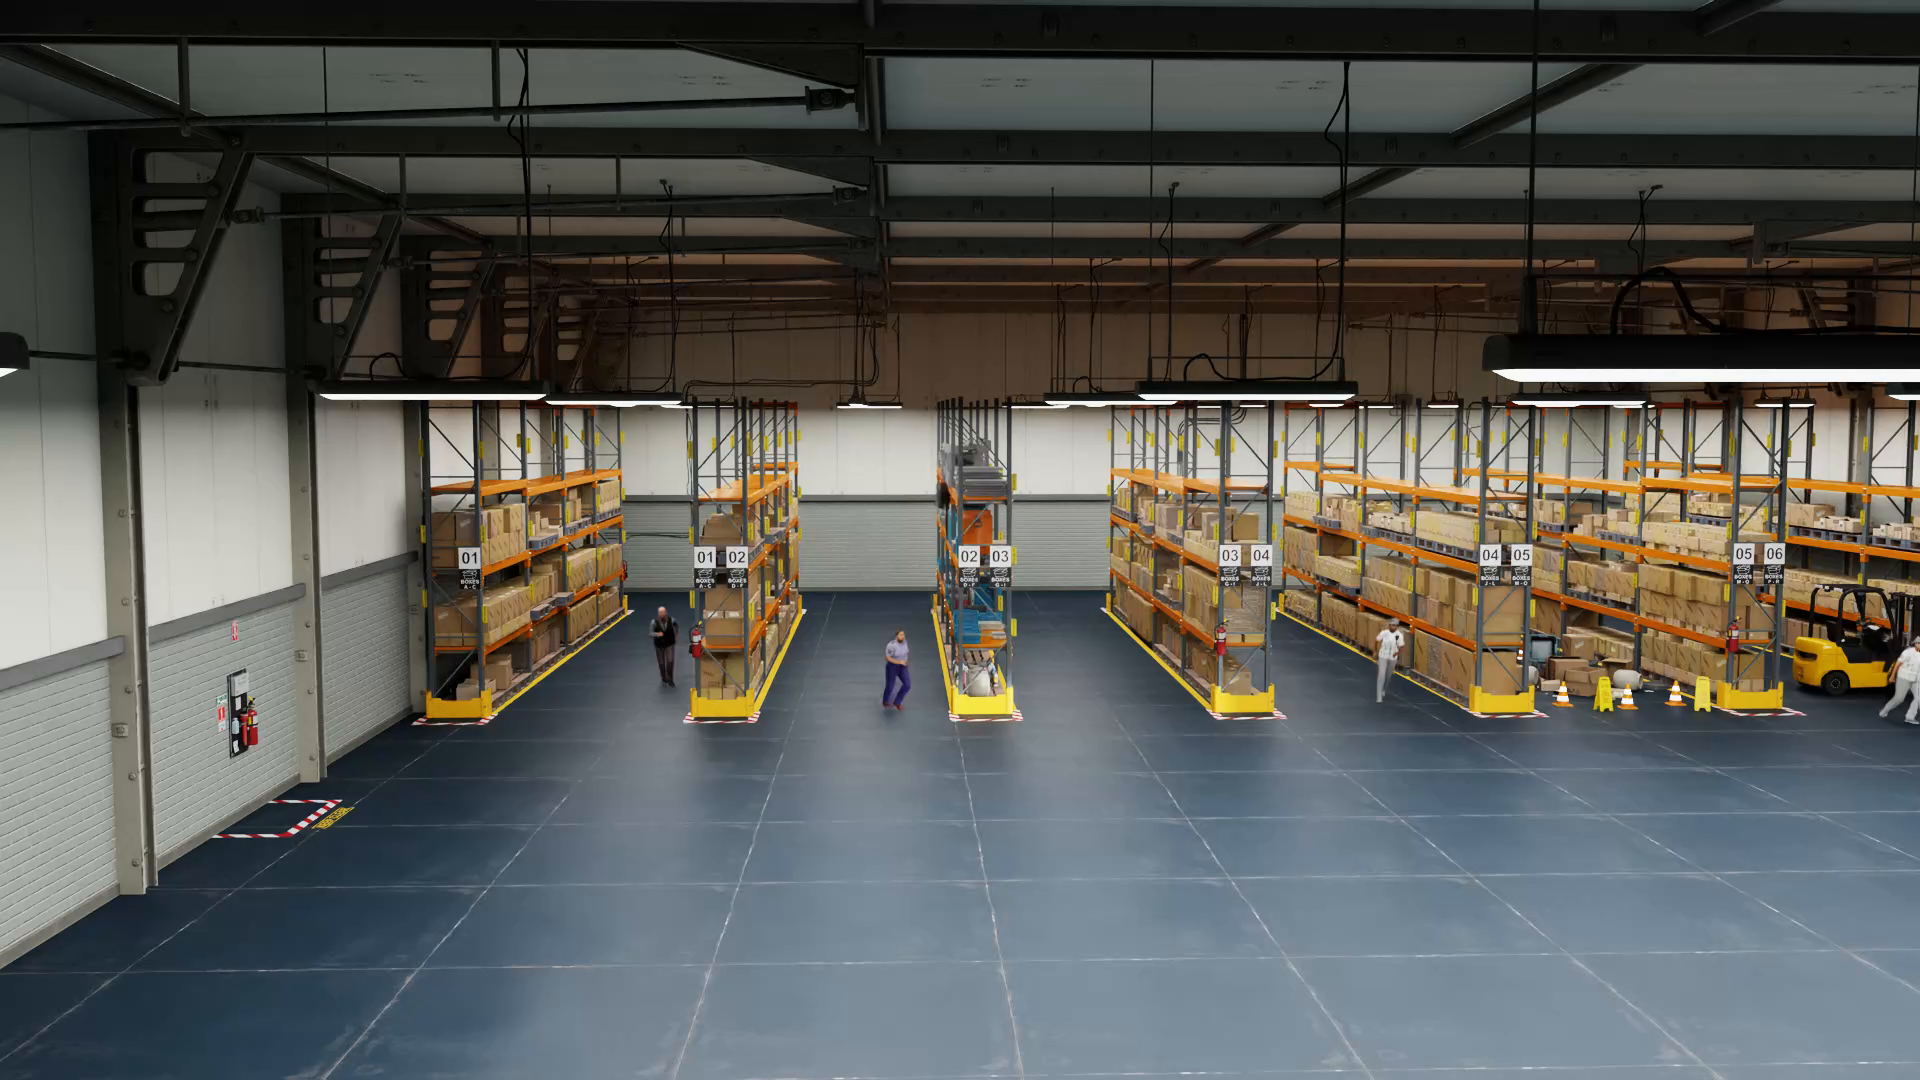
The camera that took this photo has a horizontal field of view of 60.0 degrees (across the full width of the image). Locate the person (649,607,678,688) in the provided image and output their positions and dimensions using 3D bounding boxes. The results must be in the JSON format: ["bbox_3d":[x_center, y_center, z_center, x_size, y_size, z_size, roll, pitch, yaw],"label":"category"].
[{"bbox_3d":[-6.152,2.209,34.578,0.578,1.672,0.962,0,4,-6],"label":"person"}]

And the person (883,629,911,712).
[{"bbox_3d":[-1.243,2.481,31.827,0.576,1.630,0.760,-3,5,-30],"label":"person"}]

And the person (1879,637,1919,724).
[{"bbox_3d":[17.444,2.555,30.616,0.671,1.603,0.713,0,4,-5],"label":"person"}]

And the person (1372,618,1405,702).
[{"bbox_3d":[8.444,2.332,32.762,0.625,1.623,0.988,1,4,7],"label":"person"}]
